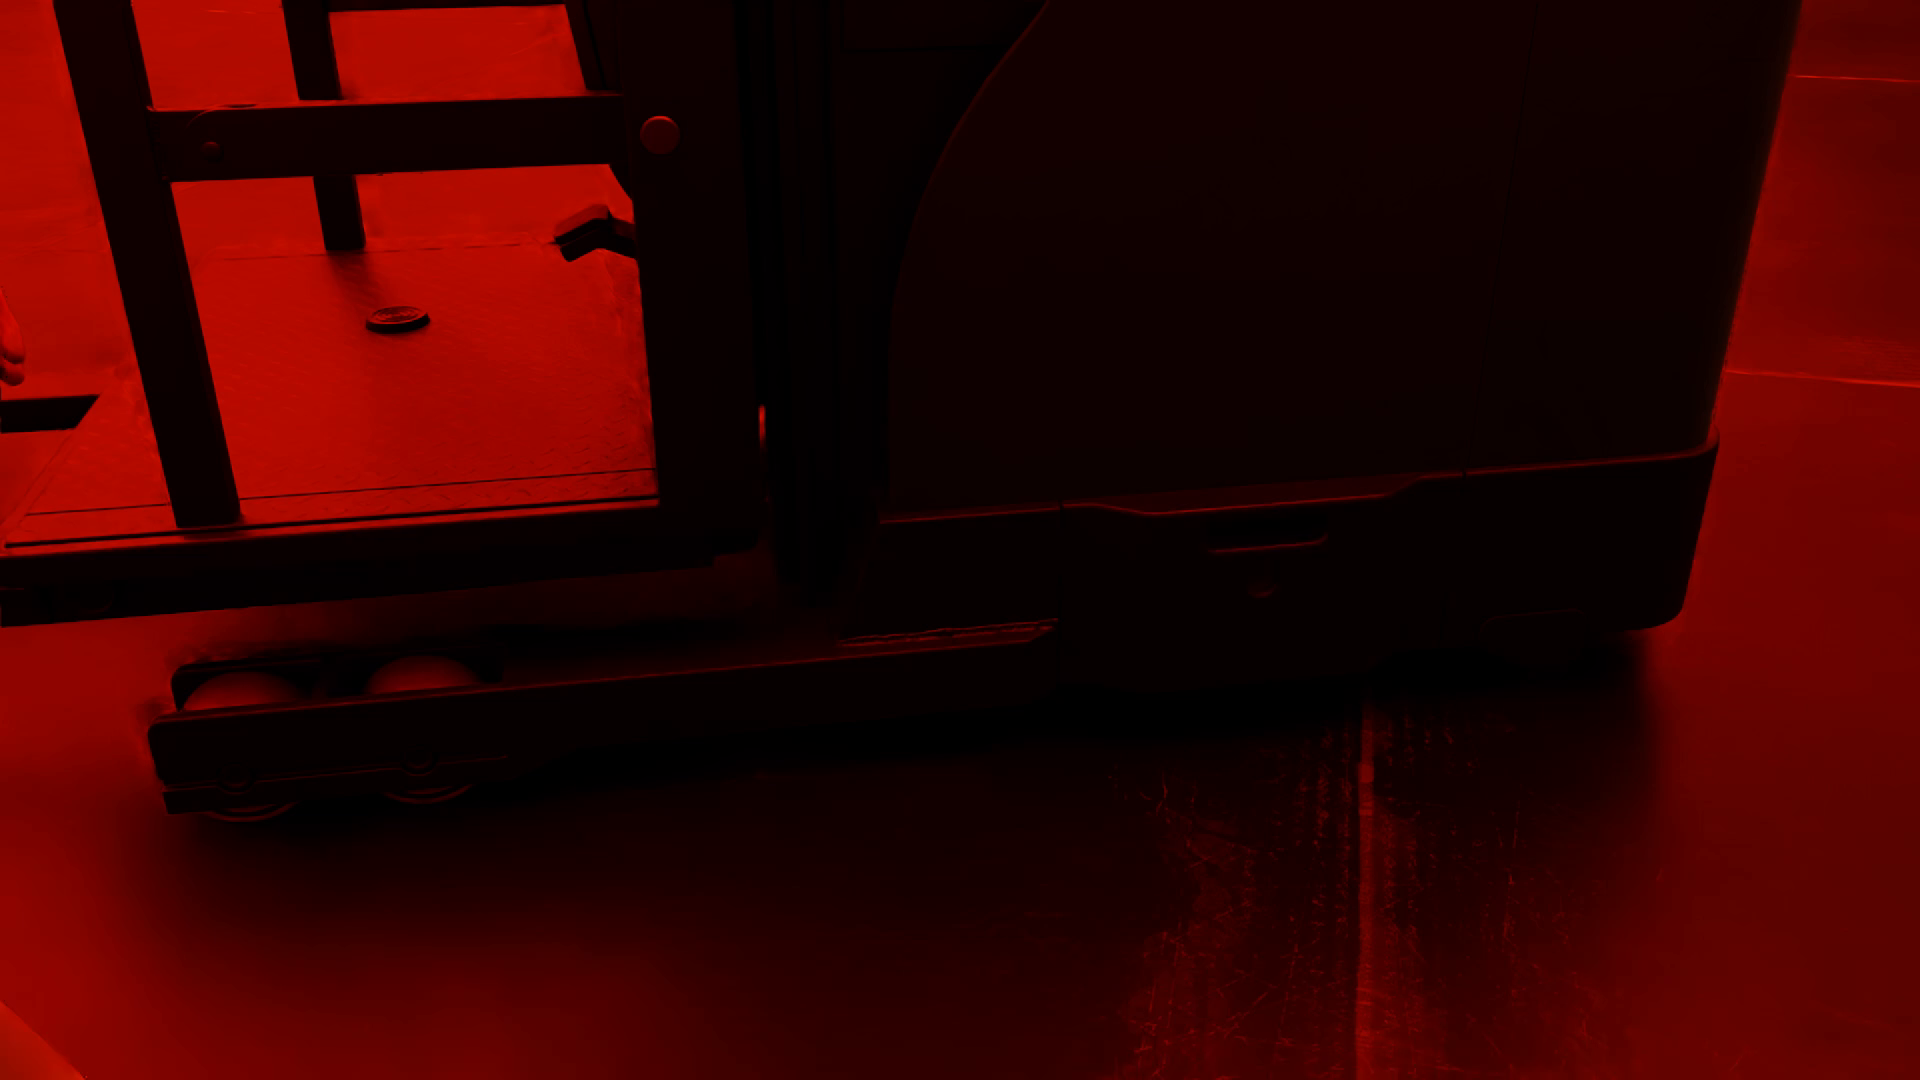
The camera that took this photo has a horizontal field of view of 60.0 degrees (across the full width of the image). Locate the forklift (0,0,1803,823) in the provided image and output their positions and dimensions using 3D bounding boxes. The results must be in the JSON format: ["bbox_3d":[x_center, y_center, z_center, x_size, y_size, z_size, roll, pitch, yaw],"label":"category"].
[{"bbox_3d":[-0.615,-1.249,1.722,3.031,2.935,1.130,-5,27,-9],"label":"forklift"}]
